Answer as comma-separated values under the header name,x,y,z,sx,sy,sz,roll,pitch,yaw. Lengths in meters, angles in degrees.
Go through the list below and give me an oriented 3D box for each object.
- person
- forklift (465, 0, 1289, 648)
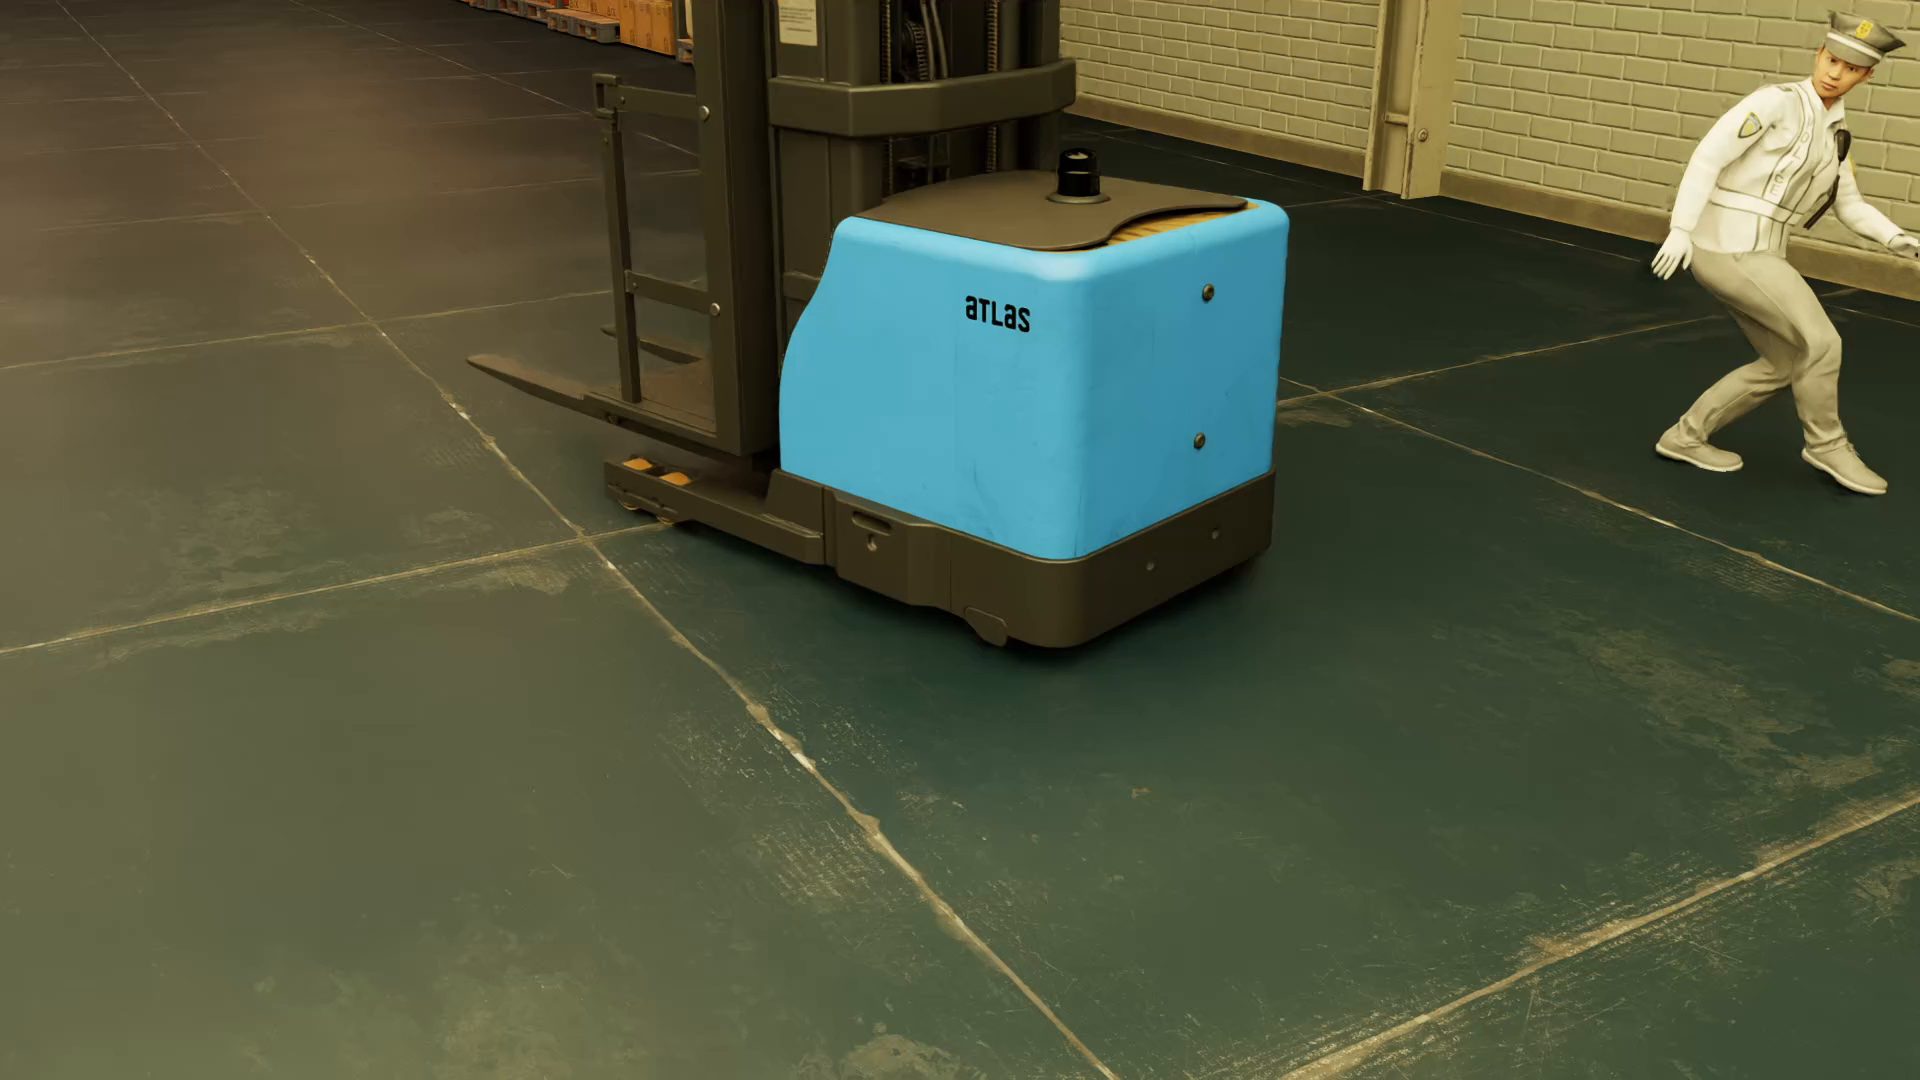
name,x,y,z,sx,sy,sz,roll,pitch,yaw
person,2.679,-0.886,5.308,0.729,1.525,0.701,17,28,36
forklift,-0.506,-1.530,5.003,3.031,2.935,1.130,19,29,39
